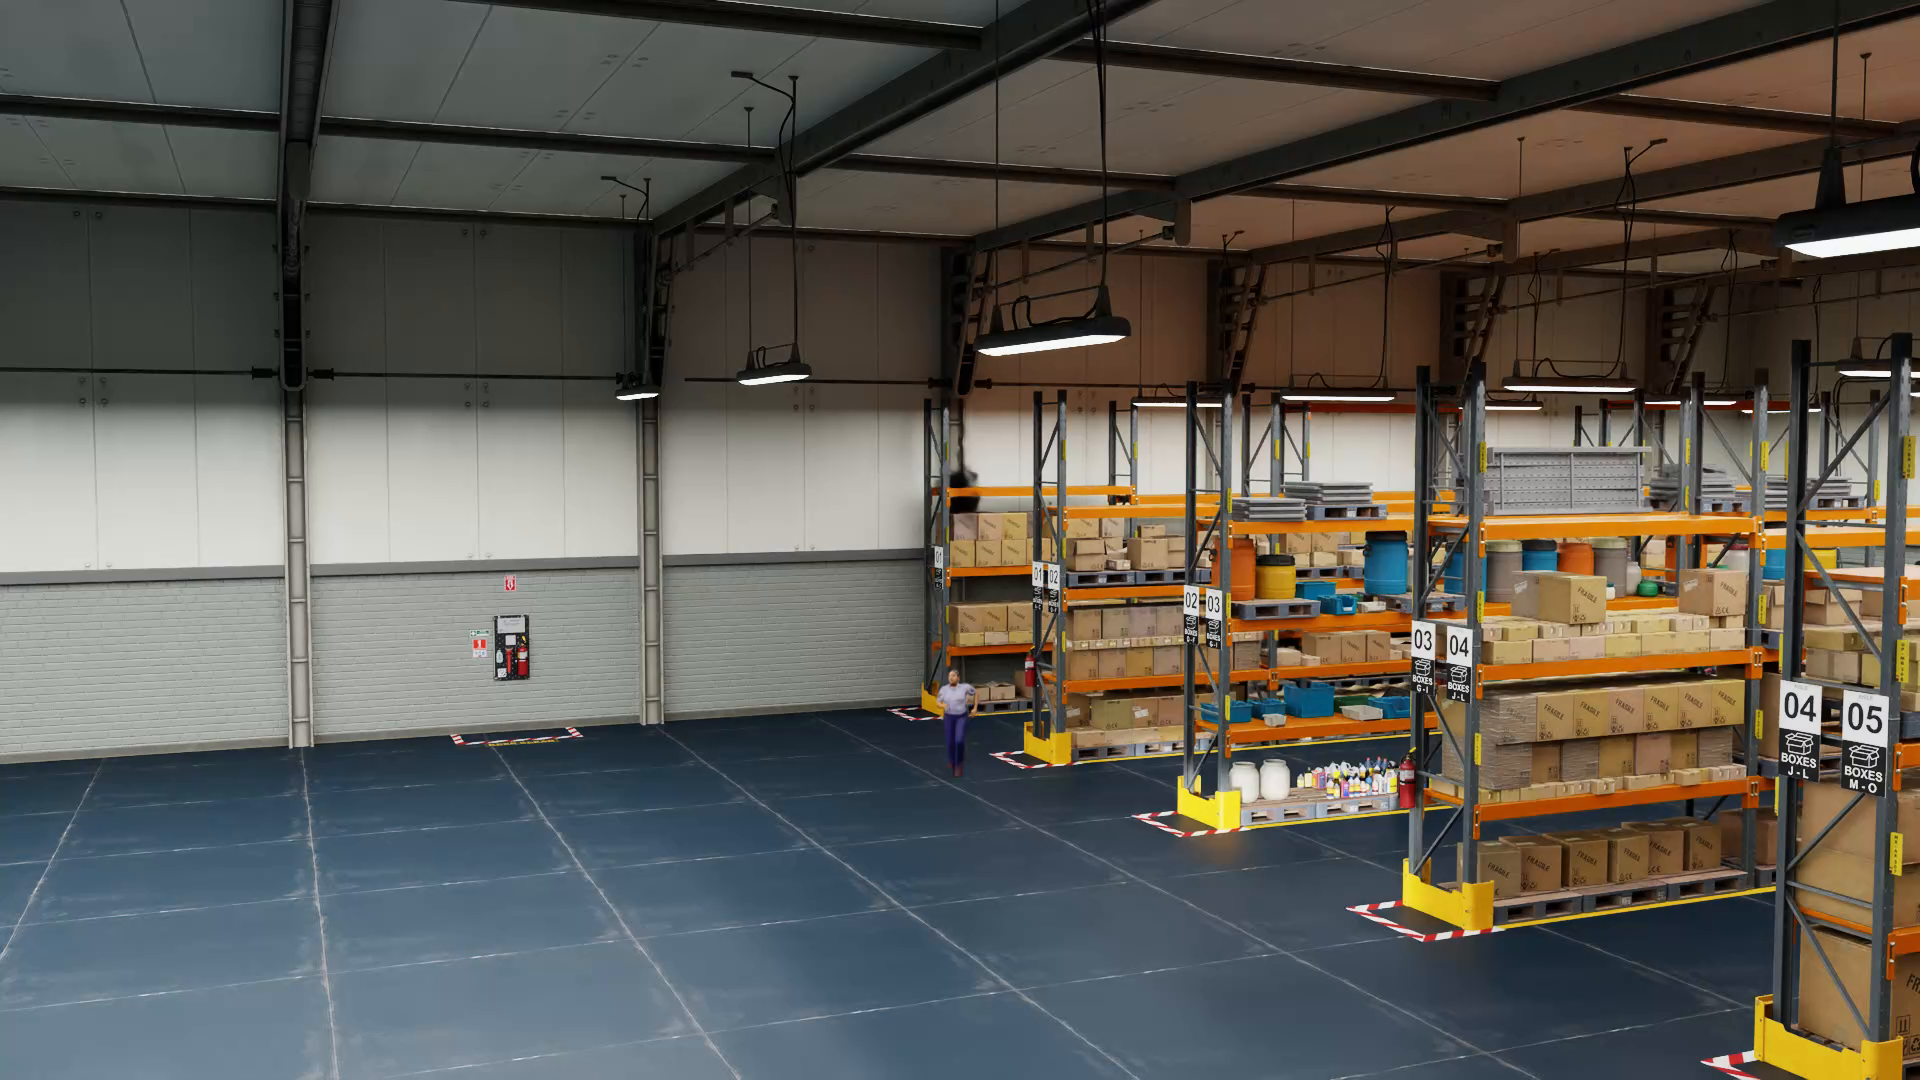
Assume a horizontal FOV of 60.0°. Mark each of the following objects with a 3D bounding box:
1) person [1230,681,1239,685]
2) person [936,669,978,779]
[{"bbox_3d":[5.086,2.462,30.878,0.603,1.739,0.664,-2,4,-28],"label":"person"},{"bbox_3d":[-0.051,2.818,25.662,0.611,1.667,0.854,1,3,12],"label":"person"}]
